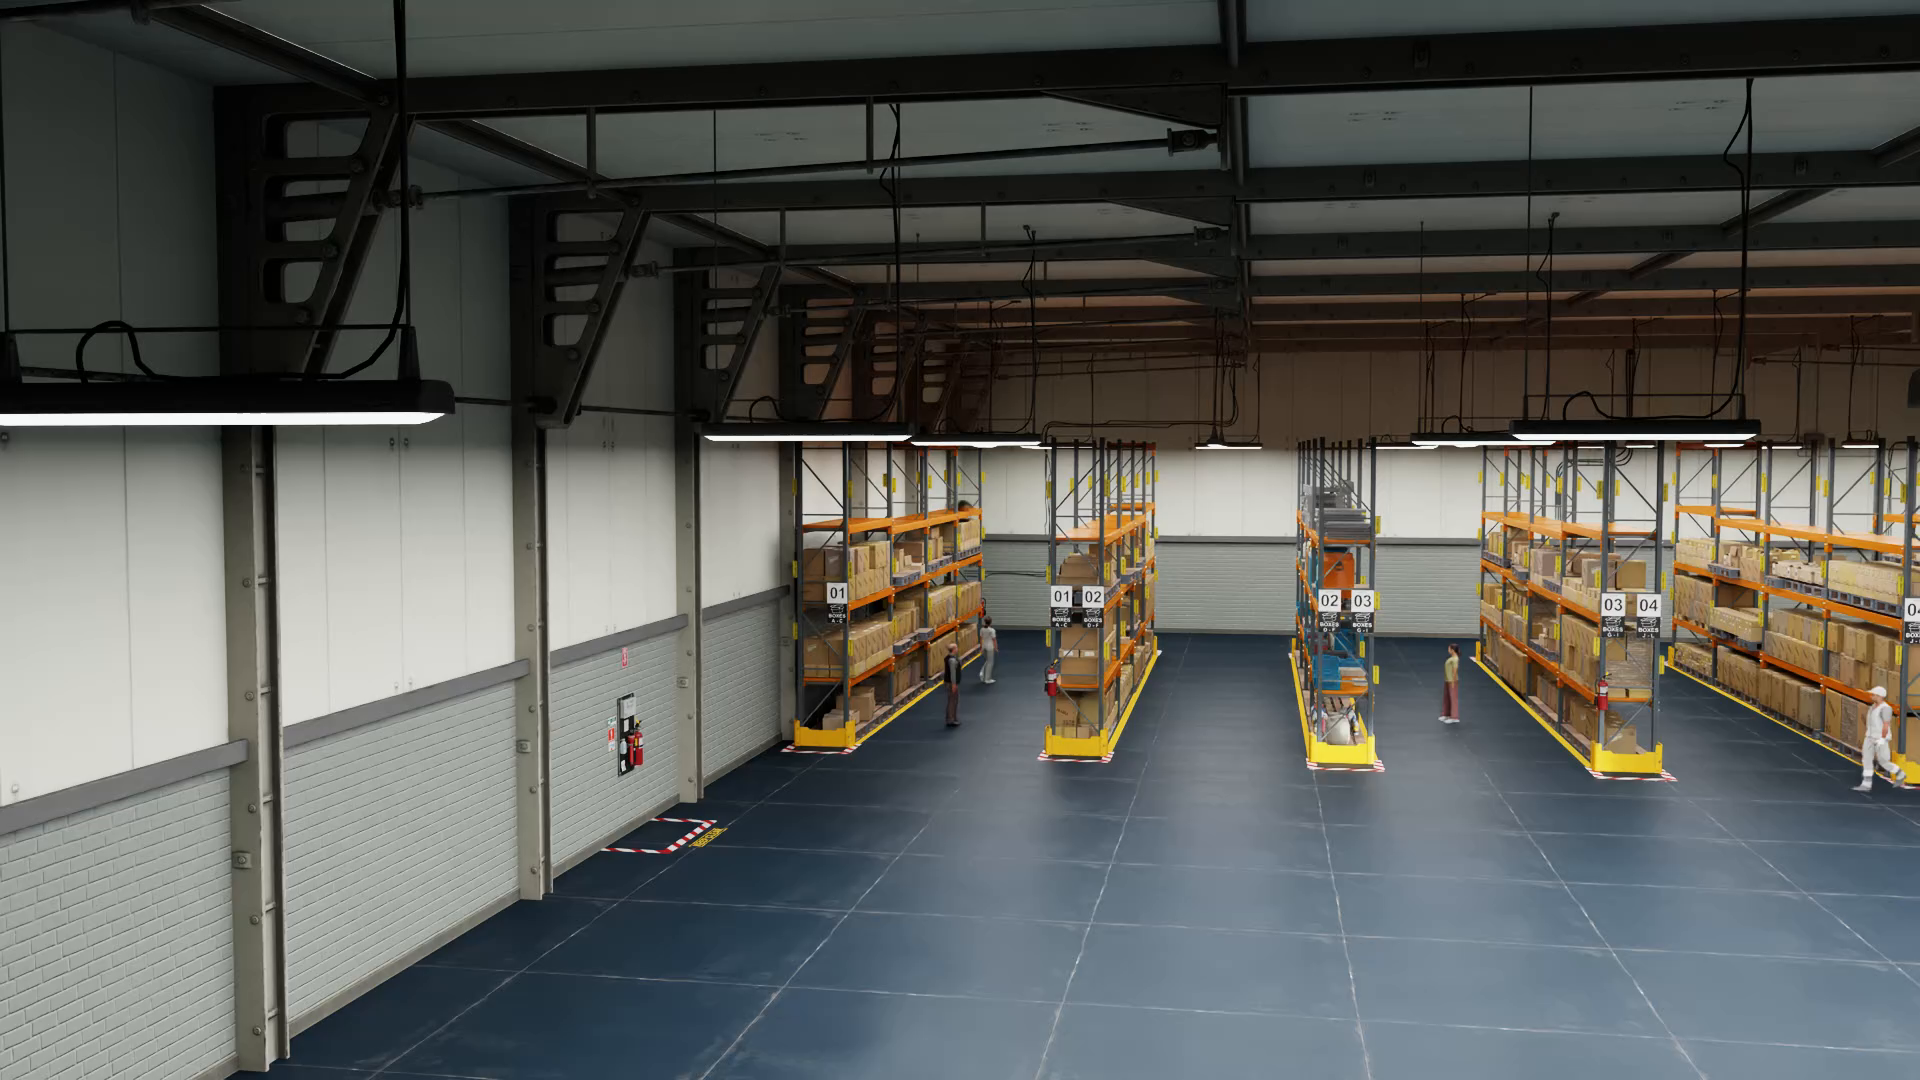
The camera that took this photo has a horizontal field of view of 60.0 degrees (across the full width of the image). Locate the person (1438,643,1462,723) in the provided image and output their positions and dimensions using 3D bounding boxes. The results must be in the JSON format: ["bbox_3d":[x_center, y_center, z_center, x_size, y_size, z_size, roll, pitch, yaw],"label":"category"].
[{"bbox_3d":[10.396,3.016,35.266,0.439,1.670,0.518,0,3,-5],"label":"person"}]

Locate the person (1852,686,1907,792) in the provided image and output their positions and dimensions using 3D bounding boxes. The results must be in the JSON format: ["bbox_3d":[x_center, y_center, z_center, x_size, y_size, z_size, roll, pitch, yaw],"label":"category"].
[{"bbox_3d":[15.483,3.349,27.969,0.860,1.780,0.507,-1,3,-15],"label":"person"}]

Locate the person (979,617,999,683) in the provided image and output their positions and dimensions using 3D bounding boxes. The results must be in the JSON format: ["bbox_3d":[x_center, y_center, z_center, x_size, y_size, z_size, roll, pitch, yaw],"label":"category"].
[{"bbox_3d":[0.727,2.710,41.035,0.462,1.649,0.441,-2,4,-37],"label":"person"}]

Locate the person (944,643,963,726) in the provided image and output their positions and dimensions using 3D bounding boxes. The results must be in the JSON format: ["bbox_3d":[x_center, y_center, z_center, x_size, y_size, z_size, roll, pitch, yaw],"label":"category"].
[{"bbox_3d":[-0.125,3.042,34.811,0.422,1.762,0.601,0,3,-7],"label":"person"}]
